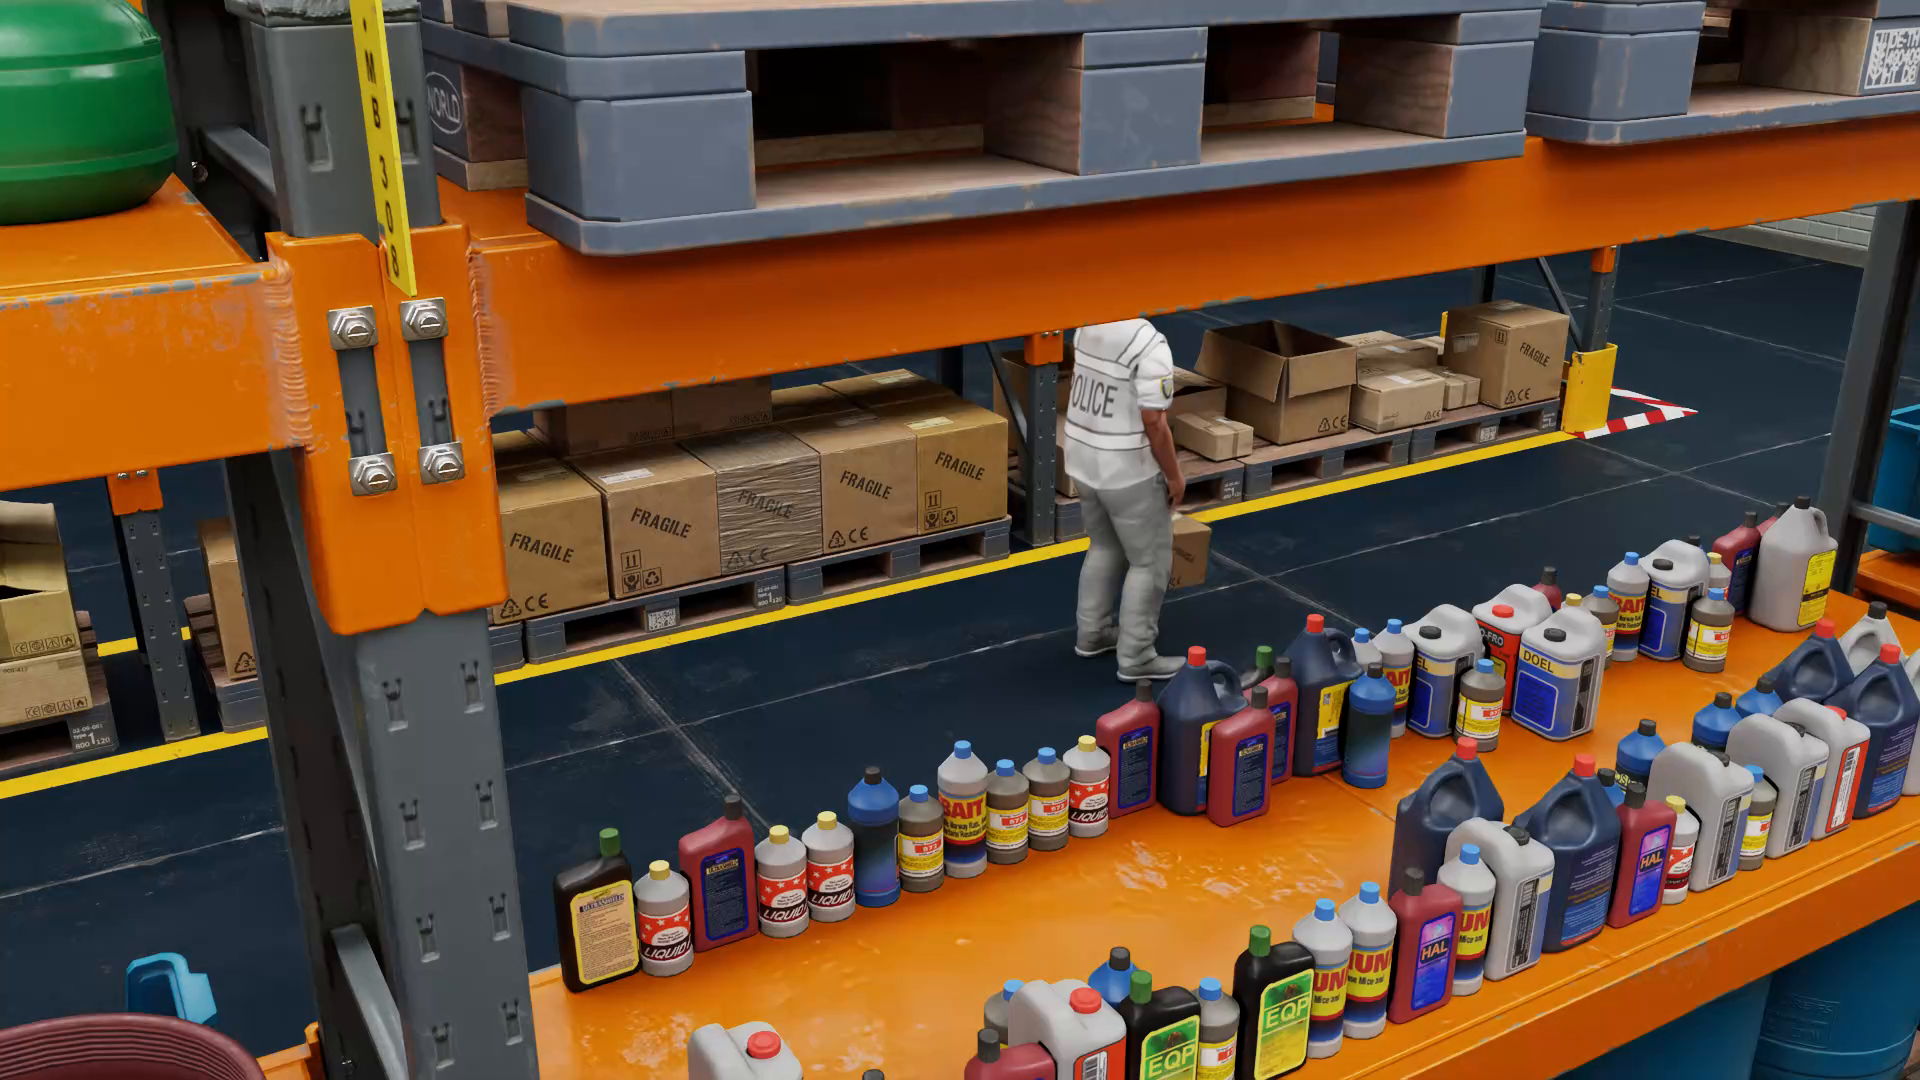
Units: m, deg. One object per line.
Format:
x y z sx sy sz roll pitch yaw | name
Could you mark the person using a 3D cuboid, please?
0.665 -0.293 6.811 0.434 1.751 0.563 -13 25 -30 | person
